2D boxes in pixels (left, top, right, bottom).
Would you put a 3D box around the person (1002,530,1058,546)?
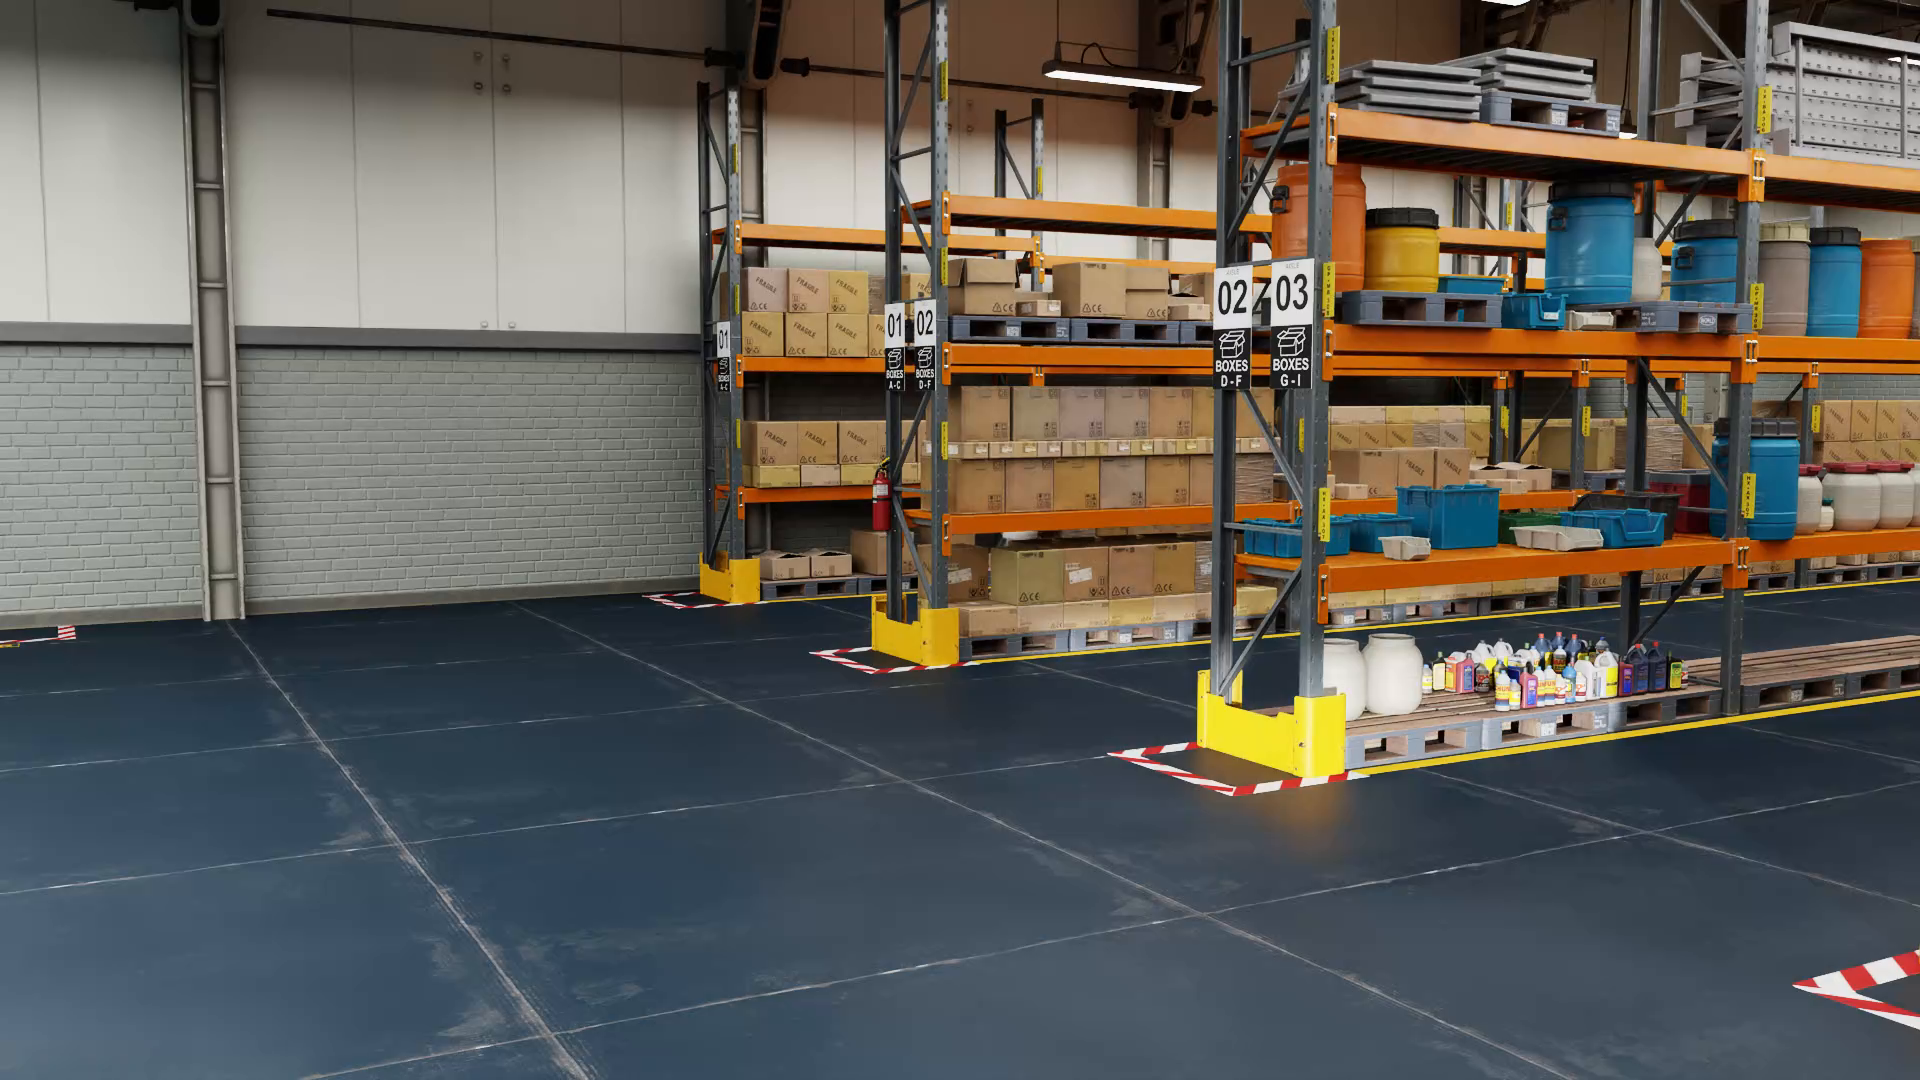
[{"bbox_3d":[0.723,-0.032,17.470,0.551,1.770,0.542,-3,6,-29],"label":"person"}]
